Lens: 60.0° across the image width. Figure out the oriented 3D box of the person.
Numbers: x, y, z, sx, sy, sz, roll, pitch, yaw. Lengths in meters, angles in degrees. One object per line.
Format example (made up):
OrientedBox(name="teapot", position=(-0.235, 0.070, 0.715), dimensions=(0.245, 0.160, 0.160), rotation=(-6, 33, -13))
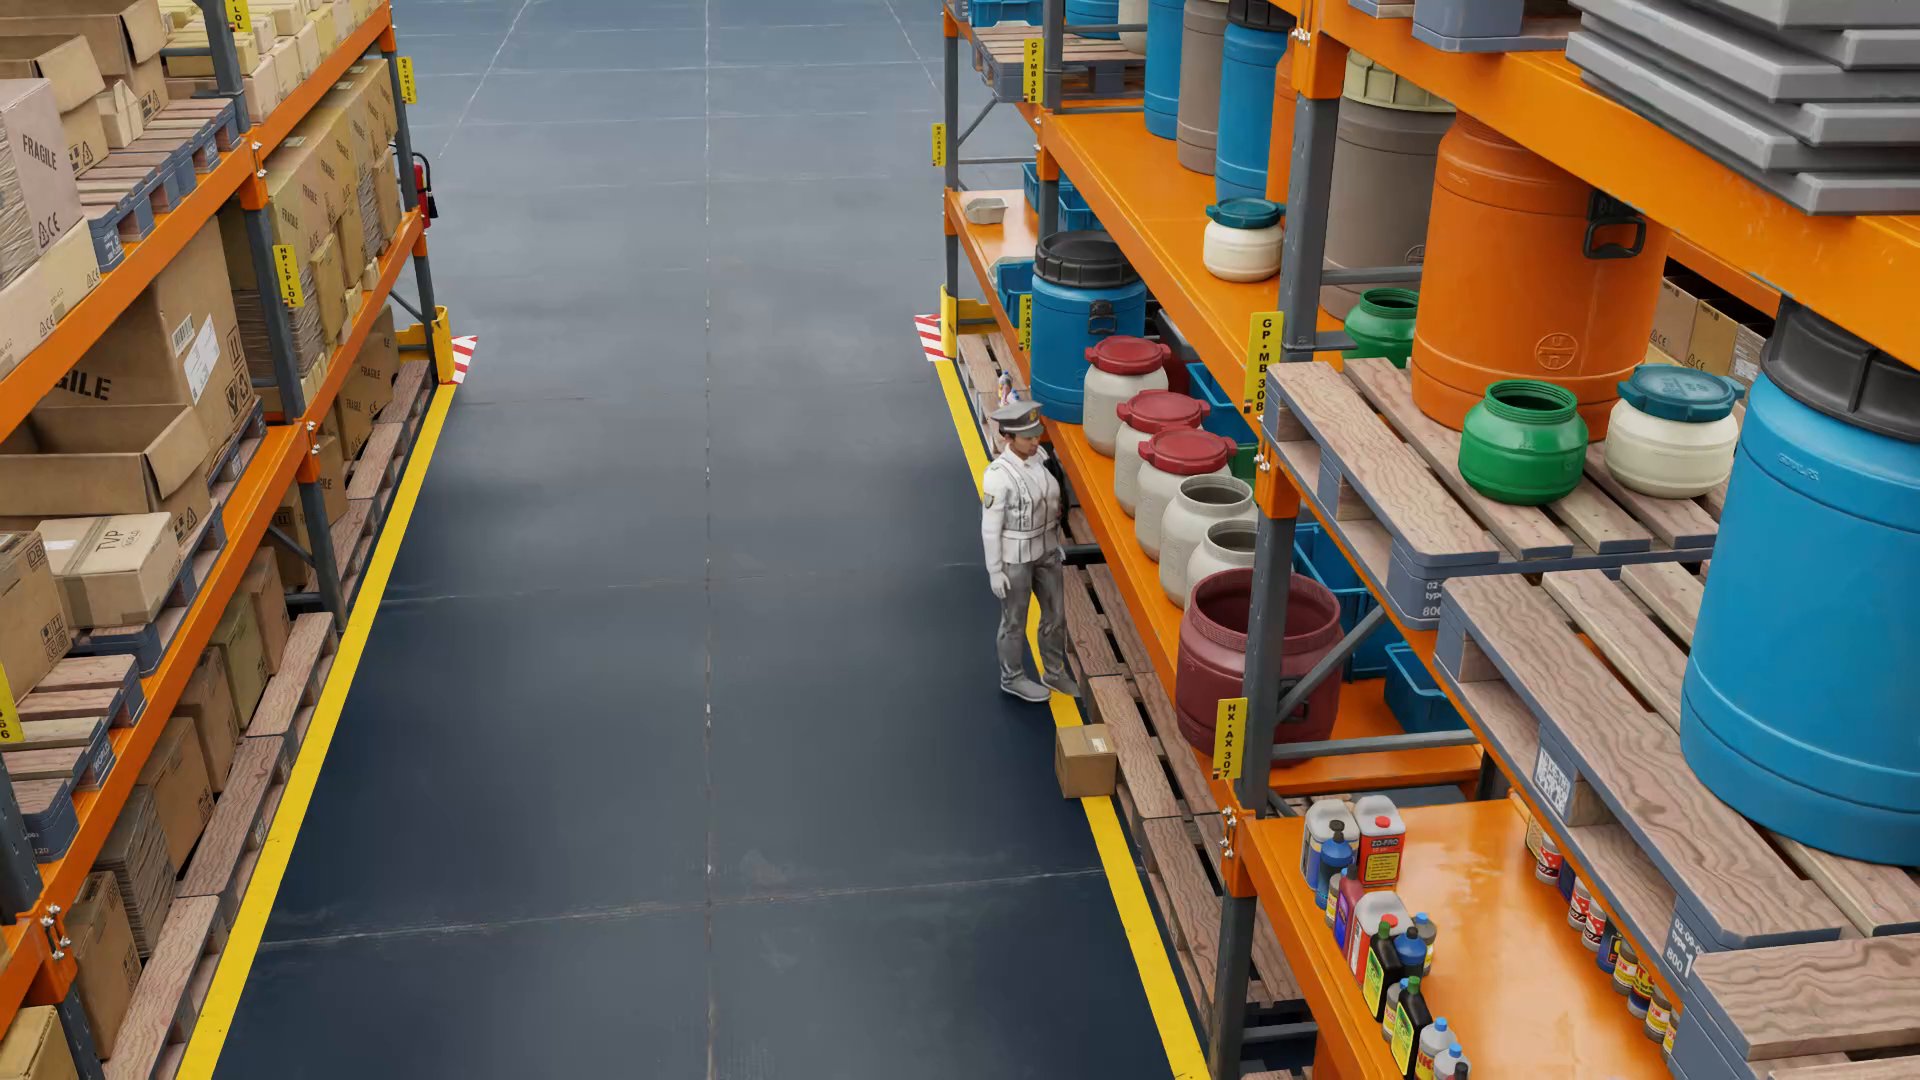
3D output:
OrientedBox(name="person", position=(0.376, 0.111, 8.425), dimensions=(0.435, 1.732, 0.531), rotation=(22, 35, 36))
